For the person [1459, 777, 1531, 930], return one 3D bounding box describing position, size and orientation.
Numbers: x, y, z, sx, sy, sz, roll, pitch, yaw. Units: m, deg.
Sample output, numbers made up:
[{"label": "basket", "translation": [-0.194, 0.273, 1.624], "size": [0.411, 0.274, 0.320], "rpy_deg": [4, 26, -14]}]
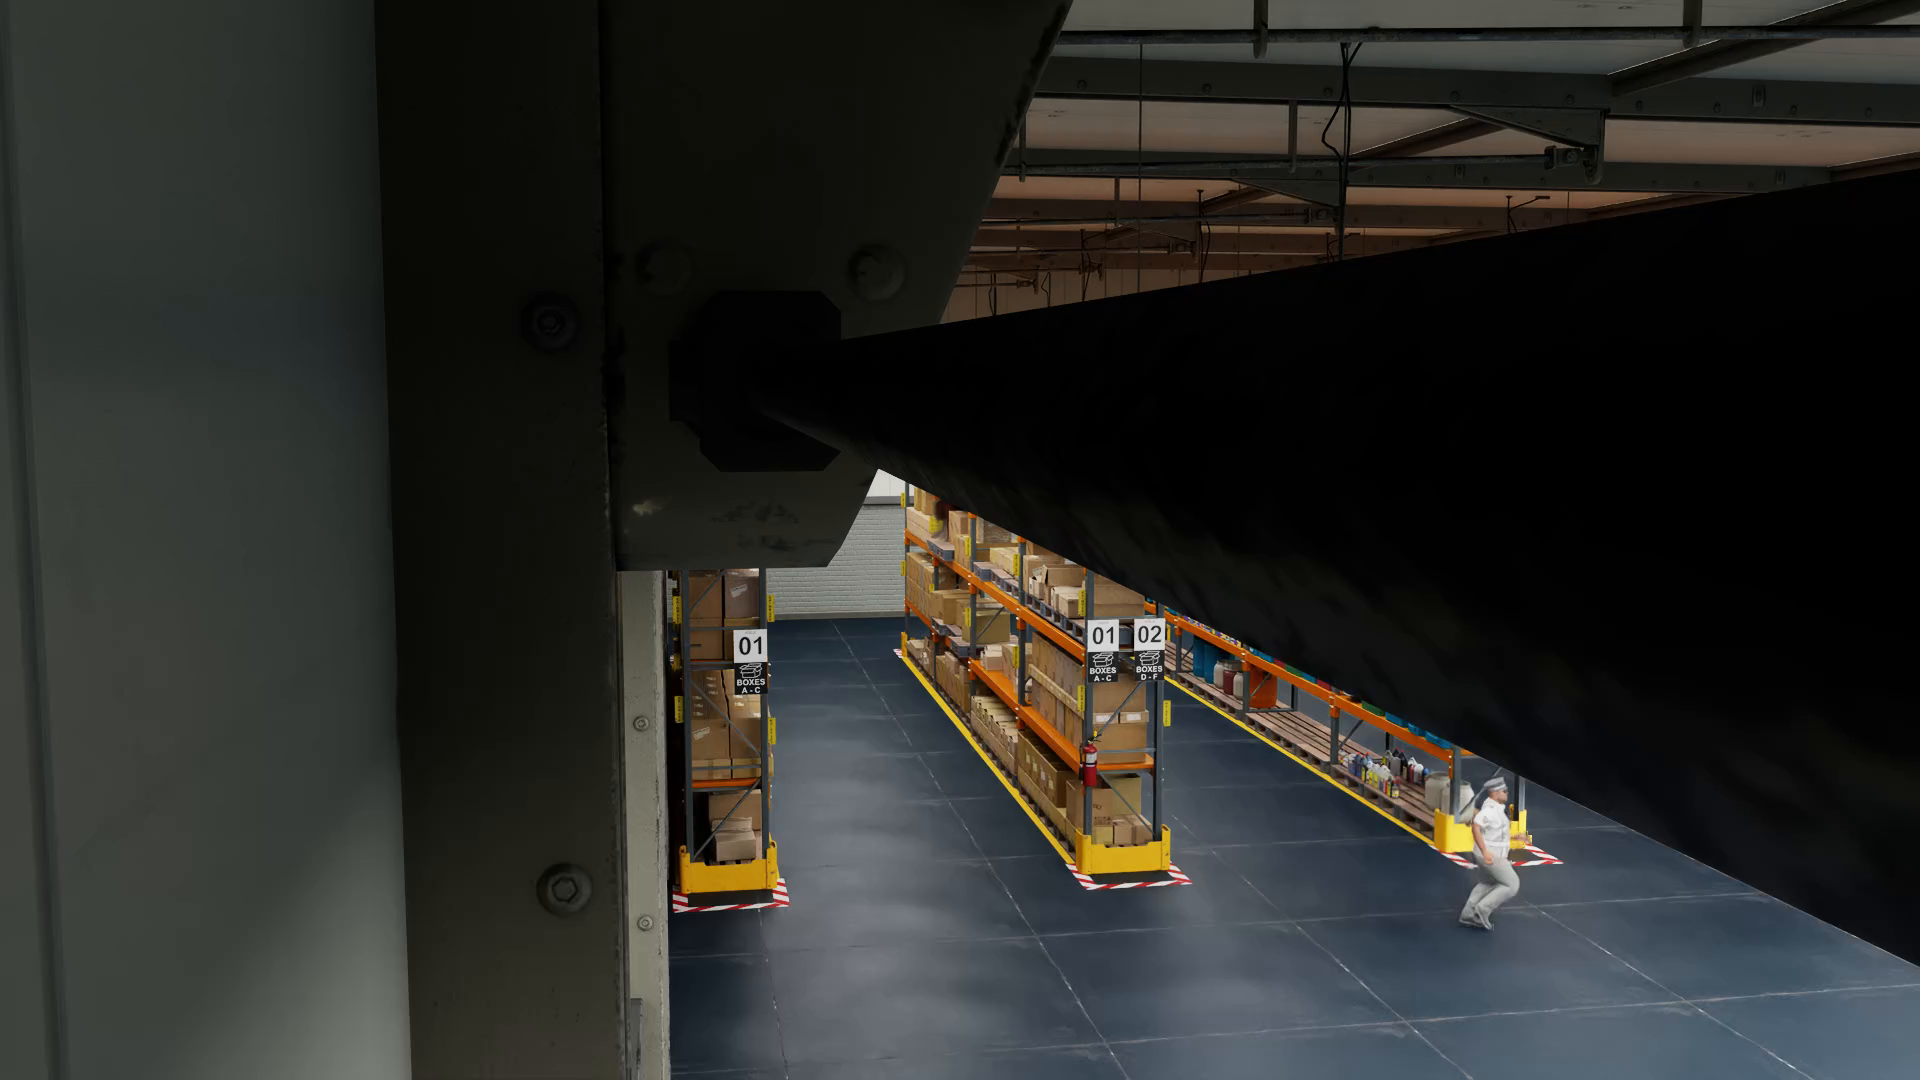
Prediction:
[{"label": "person", "translation": [6.032, 3.519, 18.689], "size": [0.725, 1.737, 0.639], "rpy_deg": [1, 6, 14]}]
